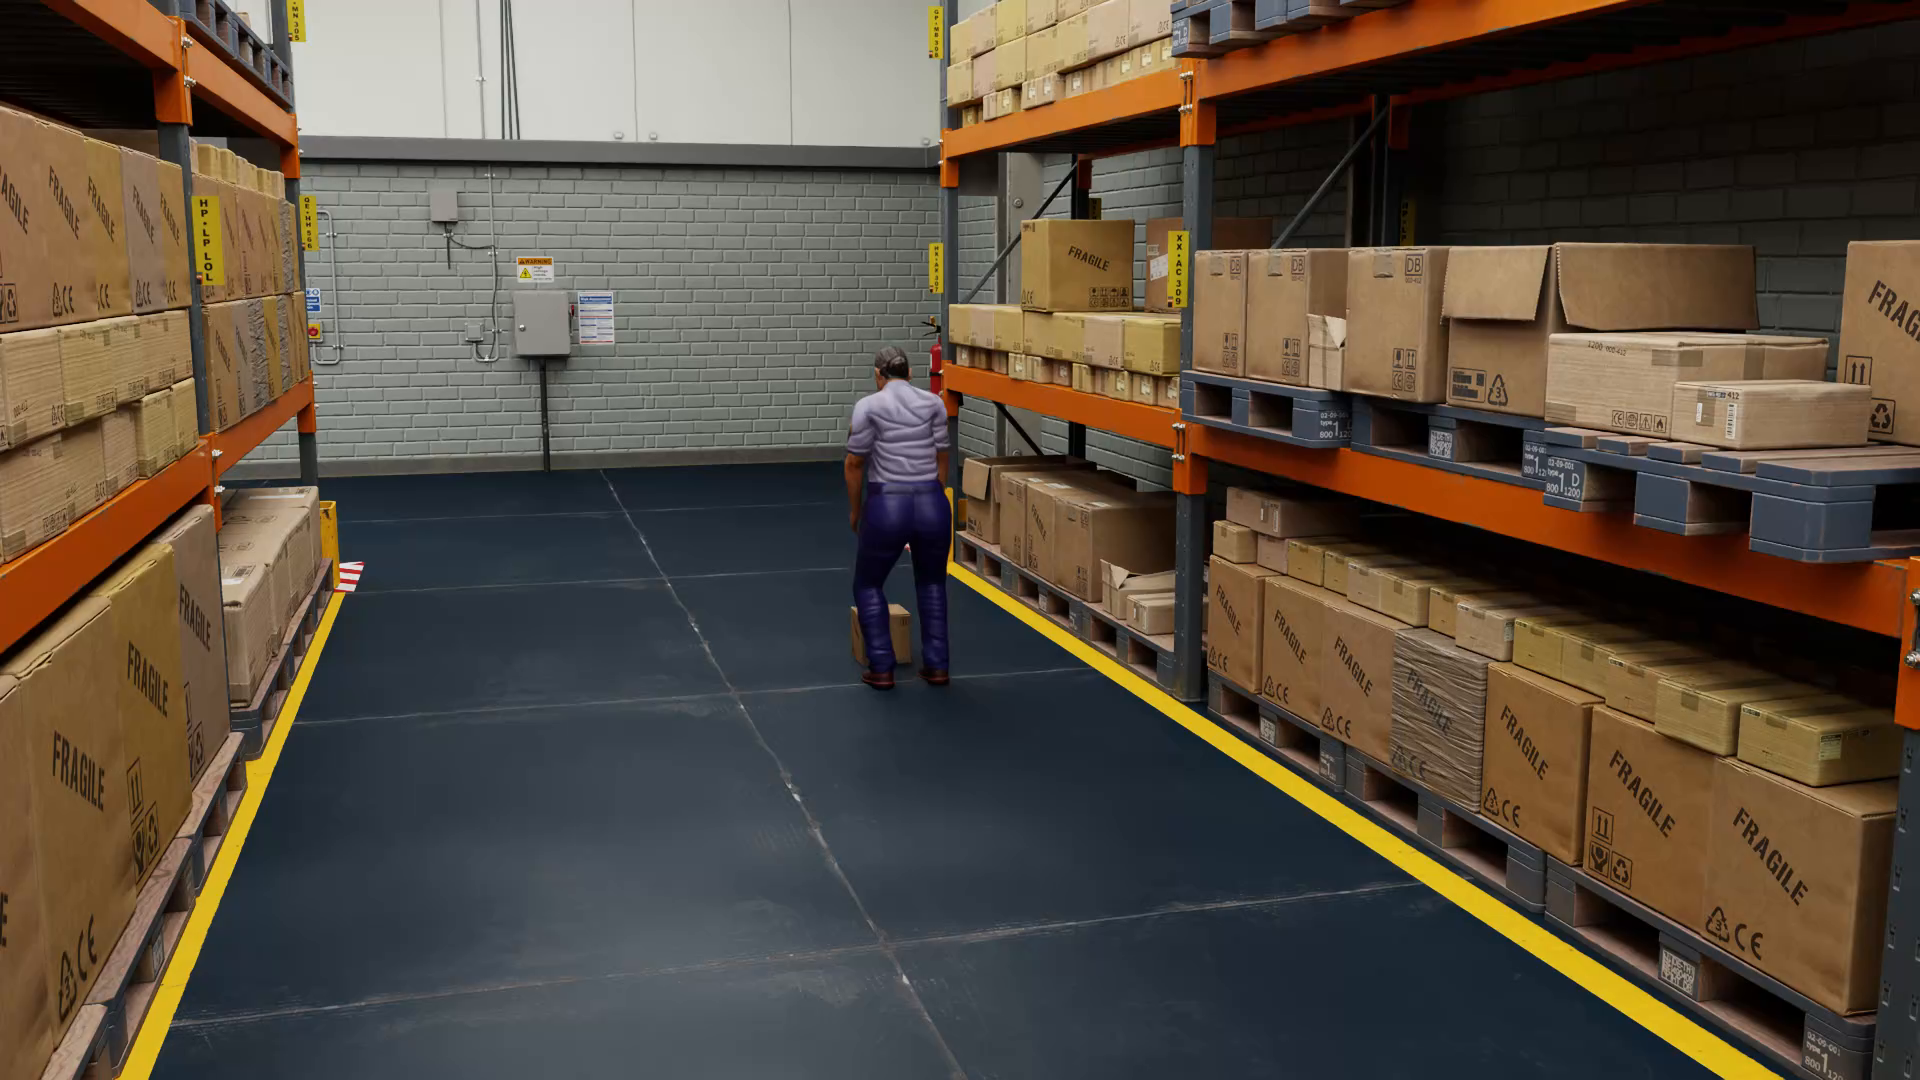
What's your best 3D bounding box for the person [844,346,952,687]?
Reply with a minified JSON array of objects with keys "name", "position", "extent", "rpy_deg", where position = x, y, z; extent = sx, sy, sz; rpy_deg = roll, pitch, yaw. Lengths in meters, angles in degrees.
[{"name":"person","position":[-0.286,-0.095,7.765],"extent":[0.504,1.576,0.426],"rpy_deg":[-2,10,-14]}]
